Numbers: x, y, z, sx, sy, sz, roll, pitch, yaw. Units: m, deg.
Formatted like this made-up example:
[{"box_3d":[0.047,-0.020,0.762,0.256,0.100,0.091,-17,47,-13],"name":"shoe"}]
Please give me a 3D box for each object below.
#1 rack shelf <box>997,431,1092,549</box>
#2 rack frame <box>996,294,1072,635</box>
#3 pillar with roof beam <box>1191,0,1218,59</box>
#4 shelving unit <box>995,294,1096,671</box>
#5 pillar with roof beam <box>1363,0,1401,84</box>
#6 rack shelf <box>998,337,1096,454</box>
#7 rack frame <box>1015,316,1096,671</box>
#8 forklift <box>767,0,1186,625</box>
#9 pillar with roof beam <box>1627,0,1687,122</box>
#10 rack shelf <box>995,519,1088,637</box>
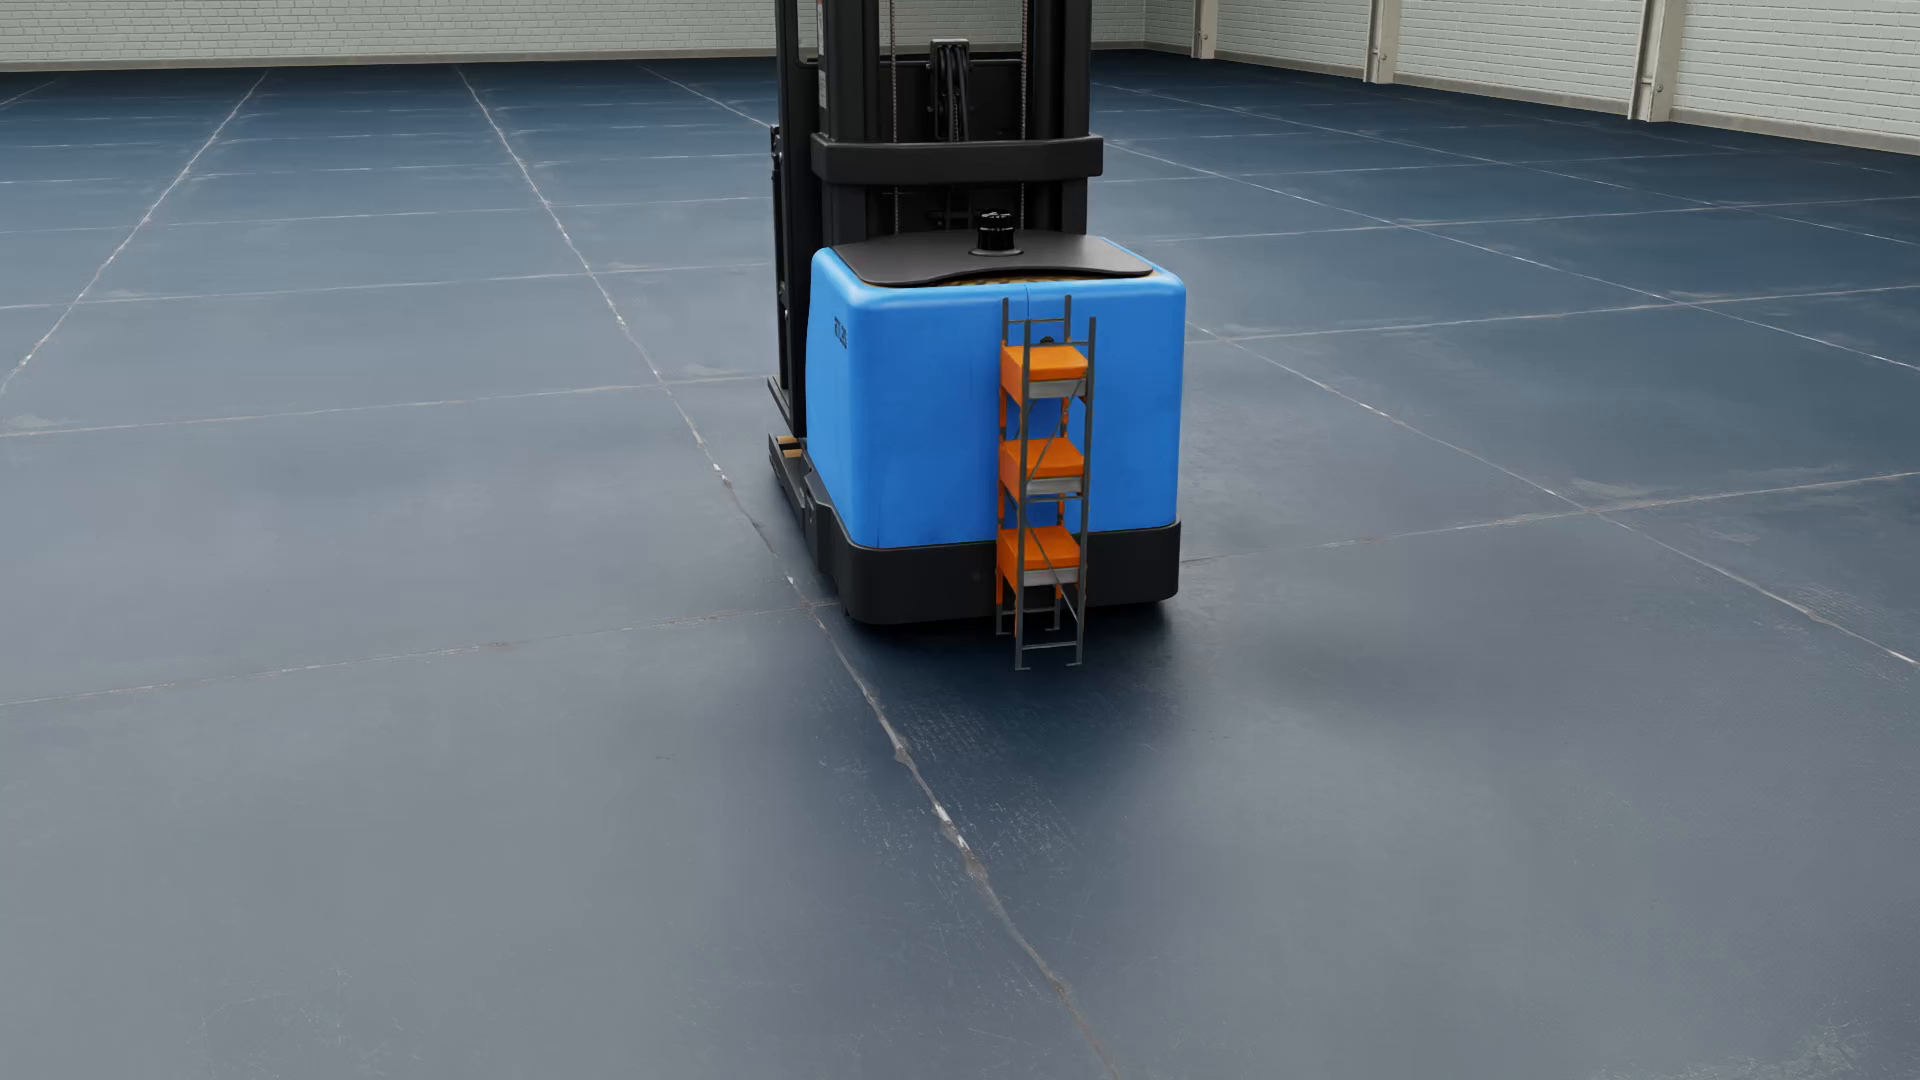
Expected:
[{"box_3d":[0.238,-0.147,4.787,0.215,0.259,0.240,-4,23,-12],"name":"rack shelf"},{"box_3d":[0.212,-0.203,4.893,0.200,1.050,0.008,-4,23,-12],"name":"rack frame"},{"box_3d":[0.402,-12.666,27.869,9.100,9.000,0.400,-6,21,-17],"name":"pillar with roof beam"},{"box_3d":[0.238,-0.157,4.783,0.215,1.050,0.252,-4,23,-12],"name":"shelving unit"},{"box_3d":[2.287,-10.741,22.508,9.100,9.000,0.400,-6,21,-17],"name":"pillar with roof beam"},{"box_3d":[0.241,-0.409,4.679,0.215,0.259,0.240,-4,23,-12],"name":"rack shelf"},{"box_3d":[0.265,-0.111,4.673,0.200,1.050,0.008,-4,23,-12],"name":"rack frame"},{"box_3d":[-0.142,-1.587,5.999,1.130,2.935,3.031,-4,20,-12],"name":"forklift"},{"box_3d":[4.173,-8.815,17.148,9.100,9.000,0.400,-6,21,-17],"name":"pillar with roof beam"},{"box_3d":[0.235,0.110,4.893,0.215,0.259,0.240,-4,23,-12],"name":"rack shelf"}]
